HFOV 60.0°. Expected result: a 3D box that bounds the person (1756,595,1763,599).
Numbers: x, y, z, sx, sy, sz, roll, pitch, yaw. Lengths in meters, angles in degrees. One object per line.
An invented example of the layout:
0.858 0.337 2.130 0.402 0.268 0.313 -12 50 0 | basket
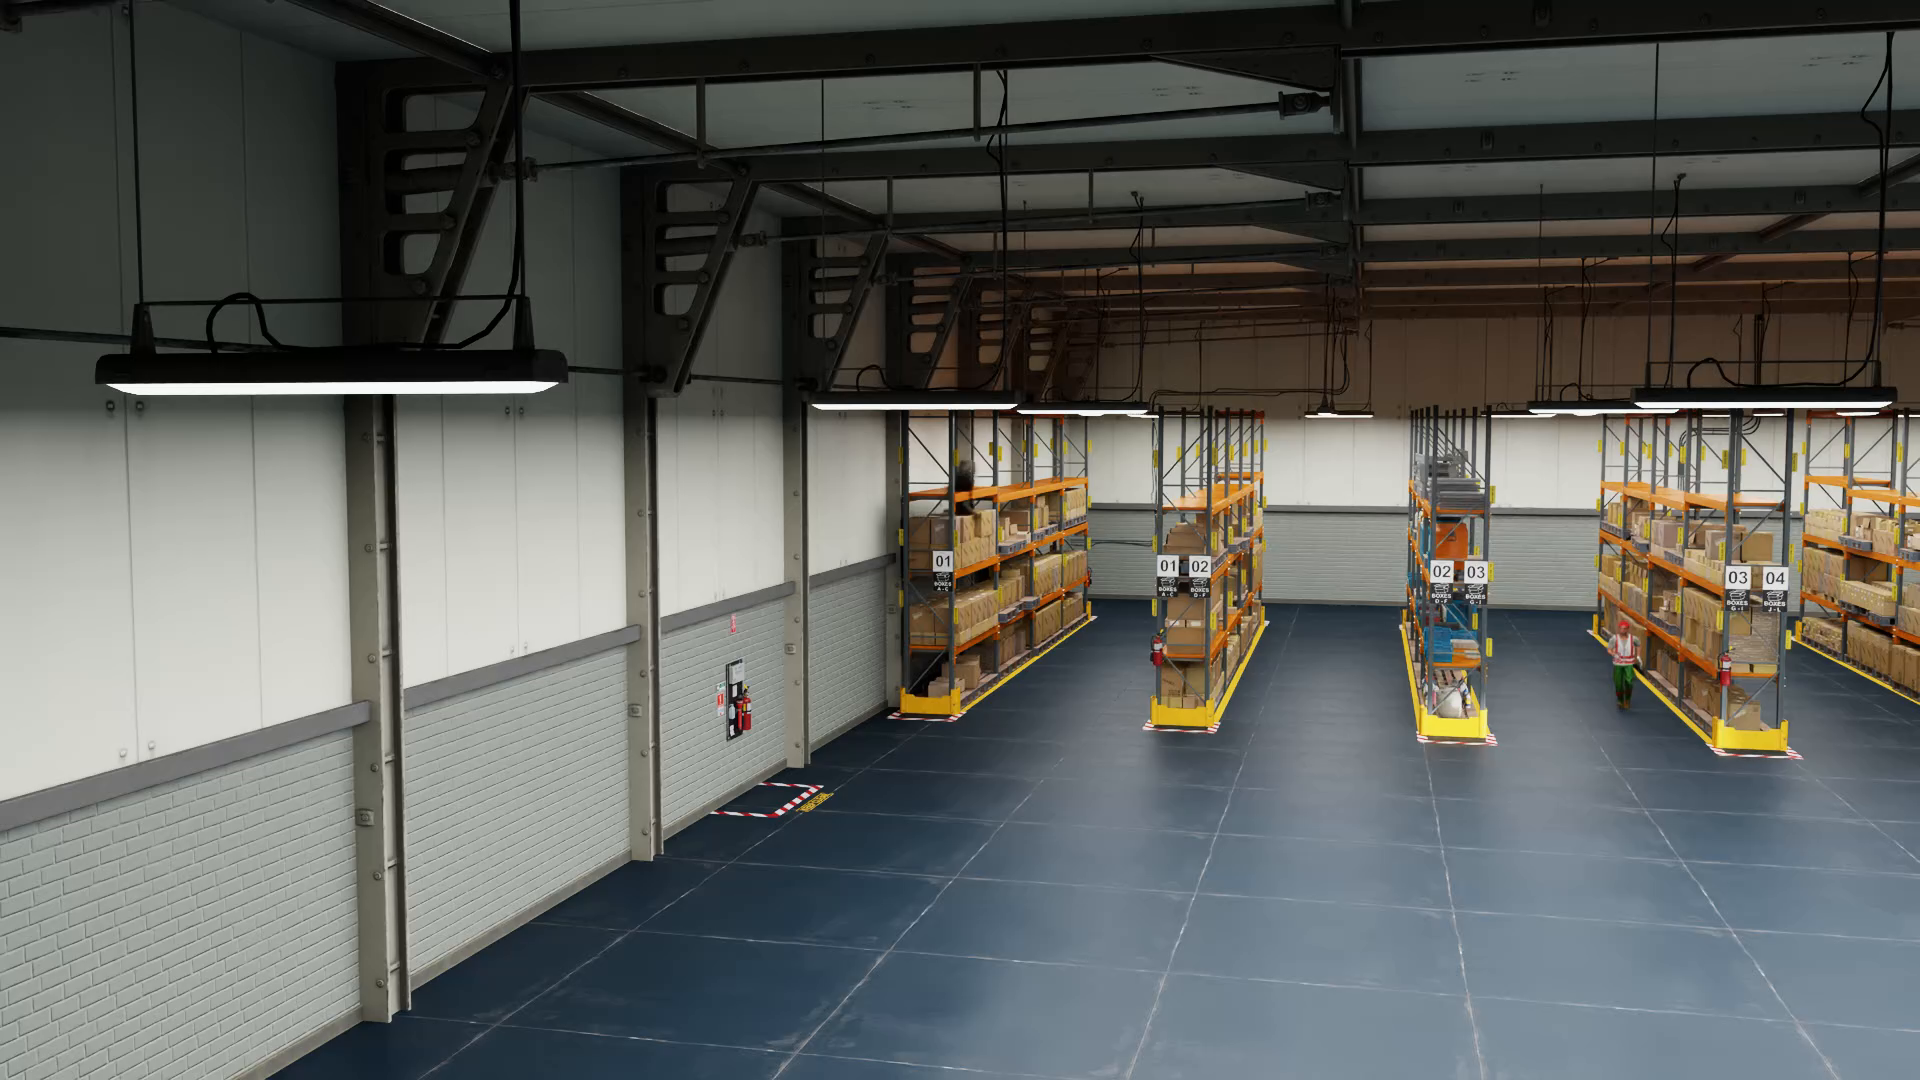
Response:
21.250 1.770 44.034 0.614 1.705 0.683 4 6 44 | person

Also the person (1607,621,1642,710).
13.119 2.475 32.830 0.654 1.766 0.757 2 4 21 | person
